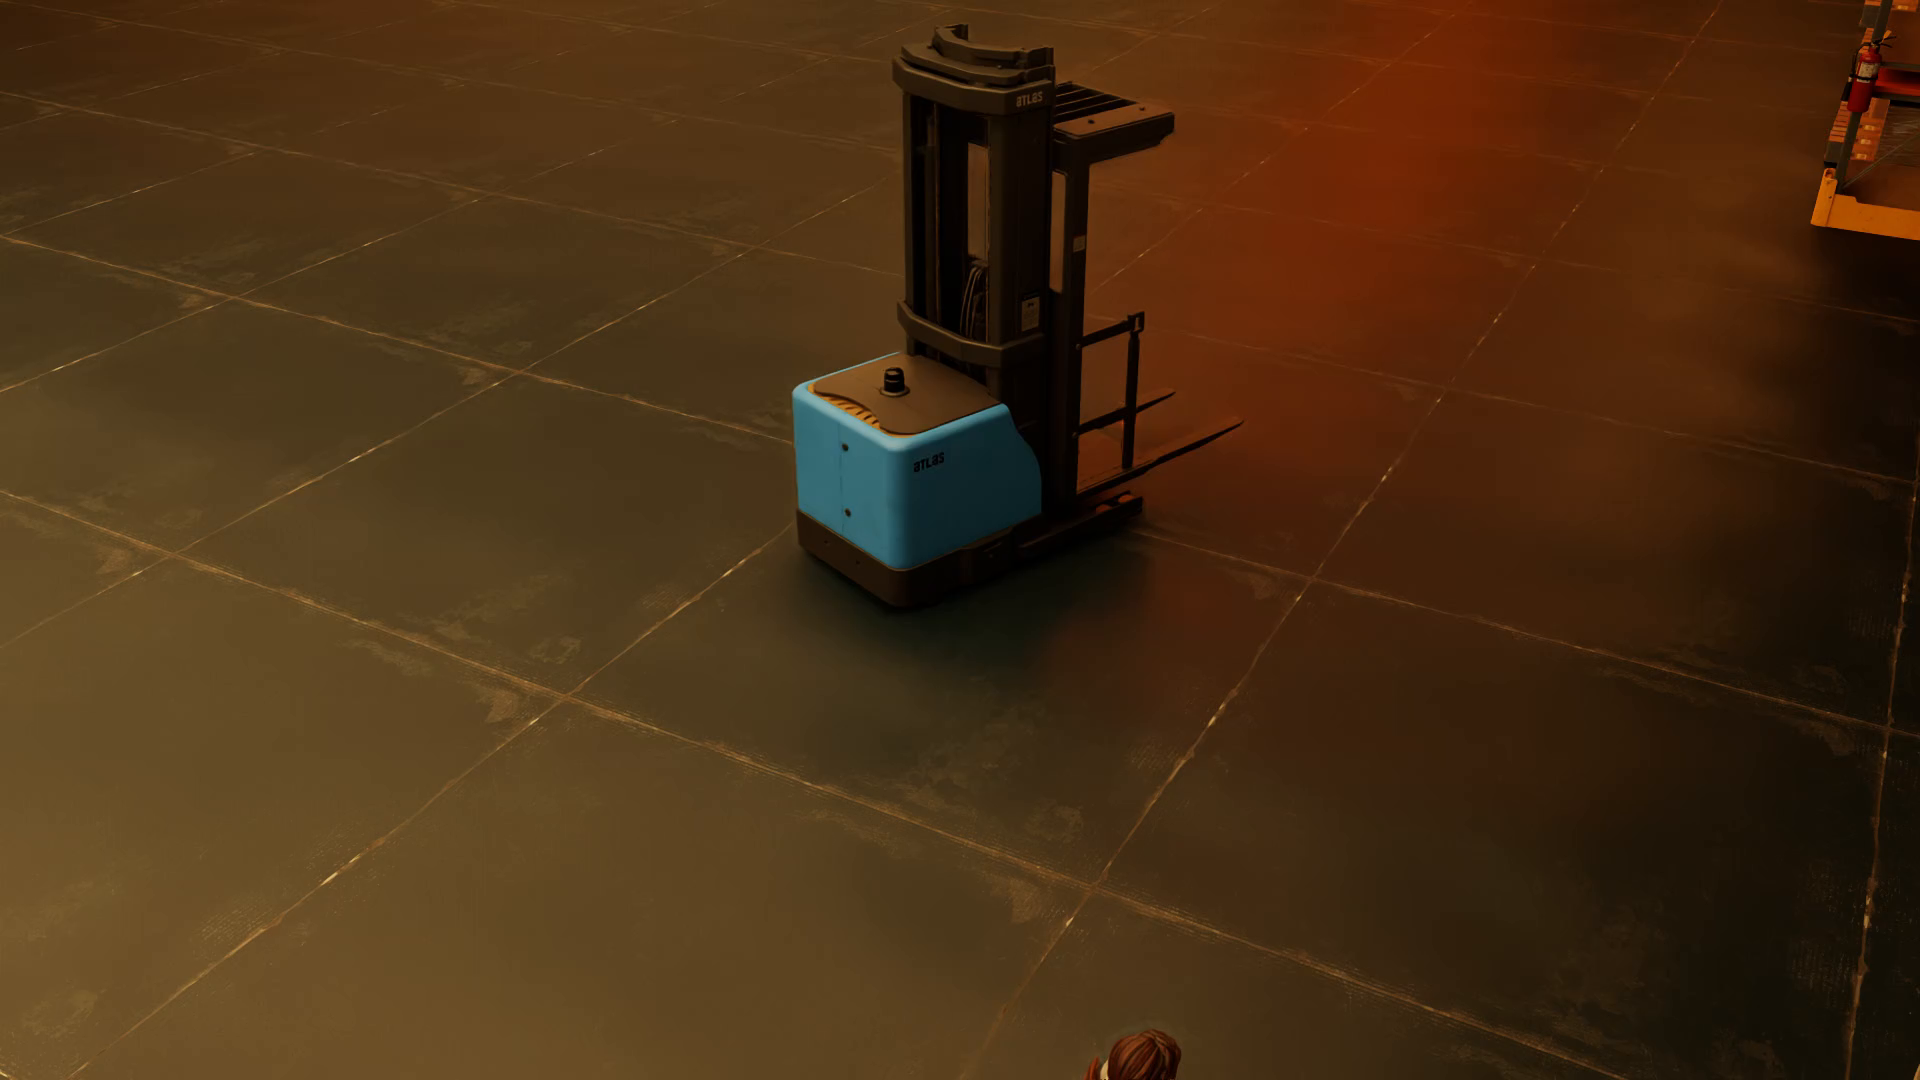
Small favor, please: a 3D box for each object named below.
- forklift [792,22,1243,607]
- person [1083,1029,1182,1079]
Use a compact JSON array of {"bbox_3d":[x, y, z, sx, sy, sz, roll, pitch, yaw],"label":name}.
[{"bbox_3d":[0.489,-1.499,9.668,3.031,2.935,1.130,-23,37,-34],"label":"forklift"},{"bbox_3d":[0.490,2.051,4.895,0.511,1.671,0.757,-19,35,-29],"label":"person"}]
